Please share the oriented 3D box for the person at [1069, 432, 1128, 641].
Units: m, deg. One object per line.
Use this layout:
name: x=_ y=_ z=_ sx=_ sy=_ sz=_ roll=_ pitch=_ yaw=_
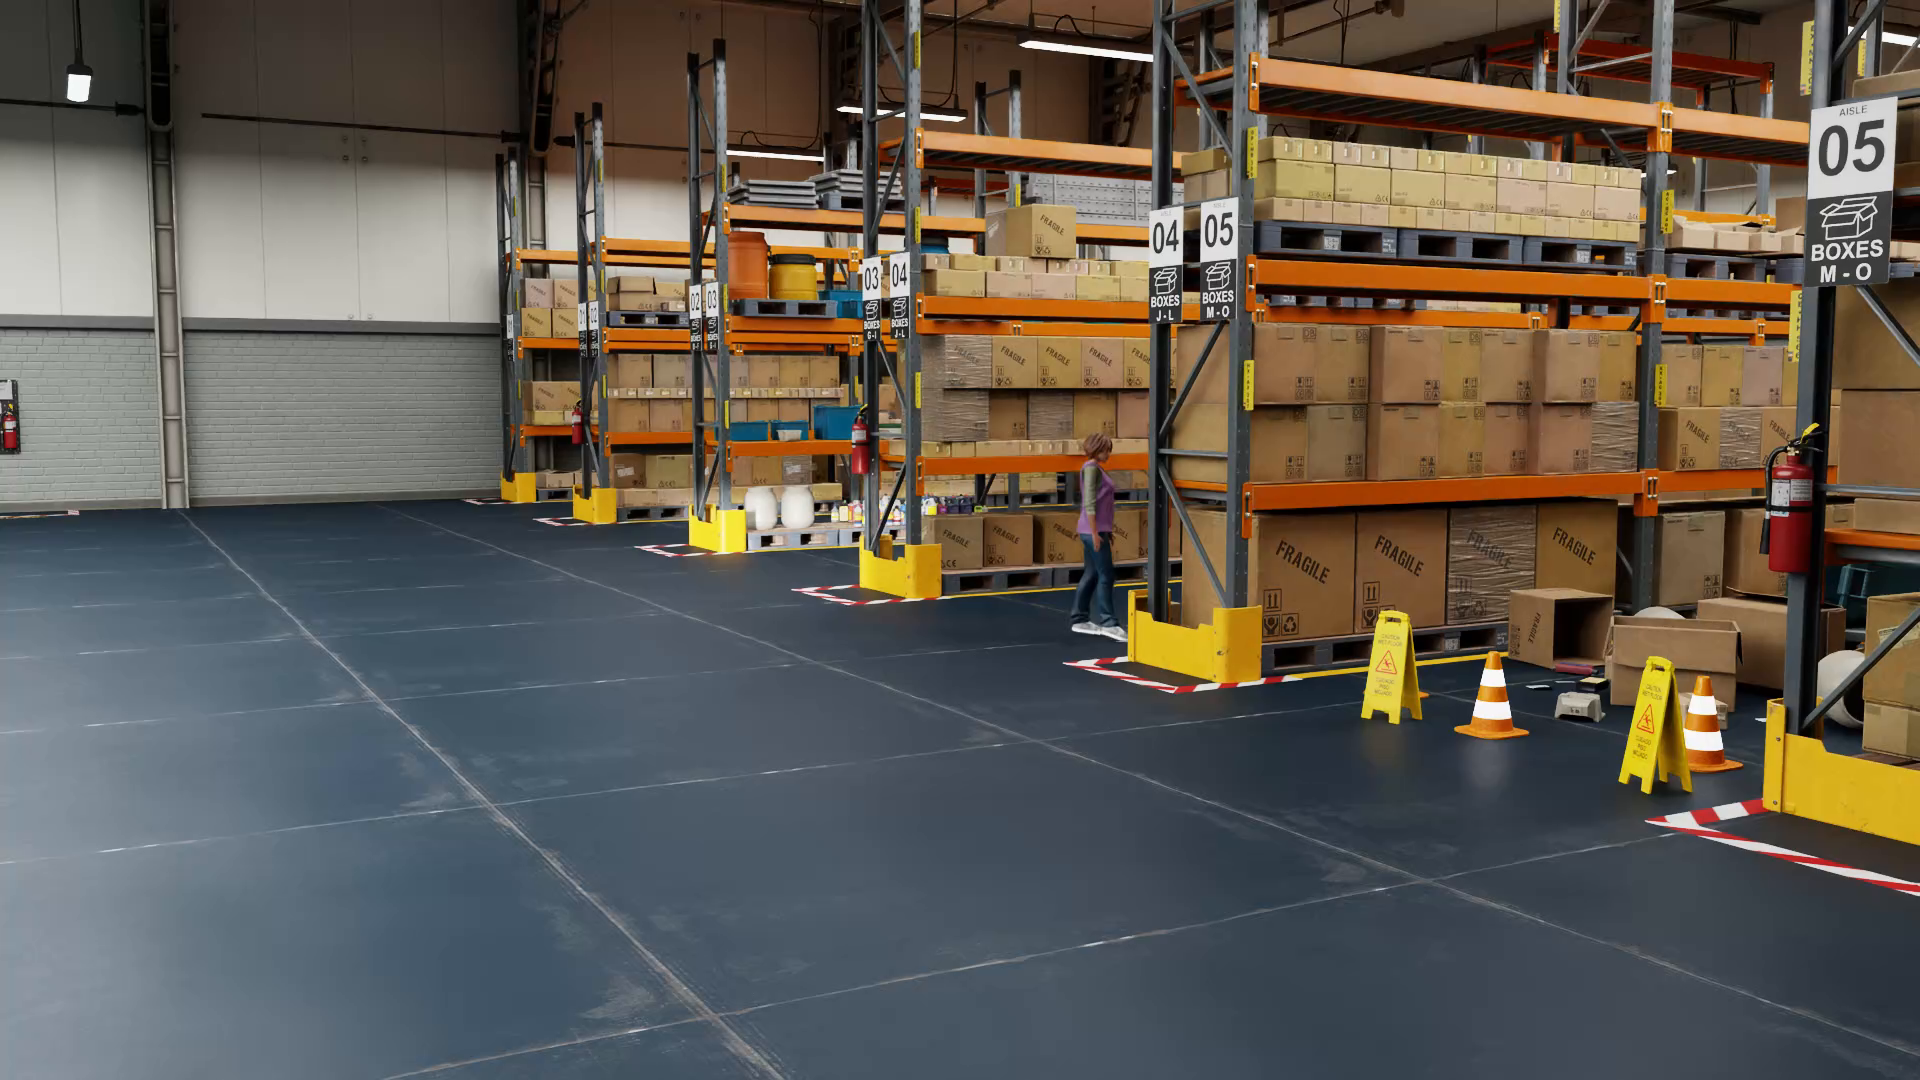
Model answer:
person: x=1.115 y=-0.028 z=13.016 sx=0.518 sy=1.596 sz=0.473 roll=1 pitch=5 yaw=7
